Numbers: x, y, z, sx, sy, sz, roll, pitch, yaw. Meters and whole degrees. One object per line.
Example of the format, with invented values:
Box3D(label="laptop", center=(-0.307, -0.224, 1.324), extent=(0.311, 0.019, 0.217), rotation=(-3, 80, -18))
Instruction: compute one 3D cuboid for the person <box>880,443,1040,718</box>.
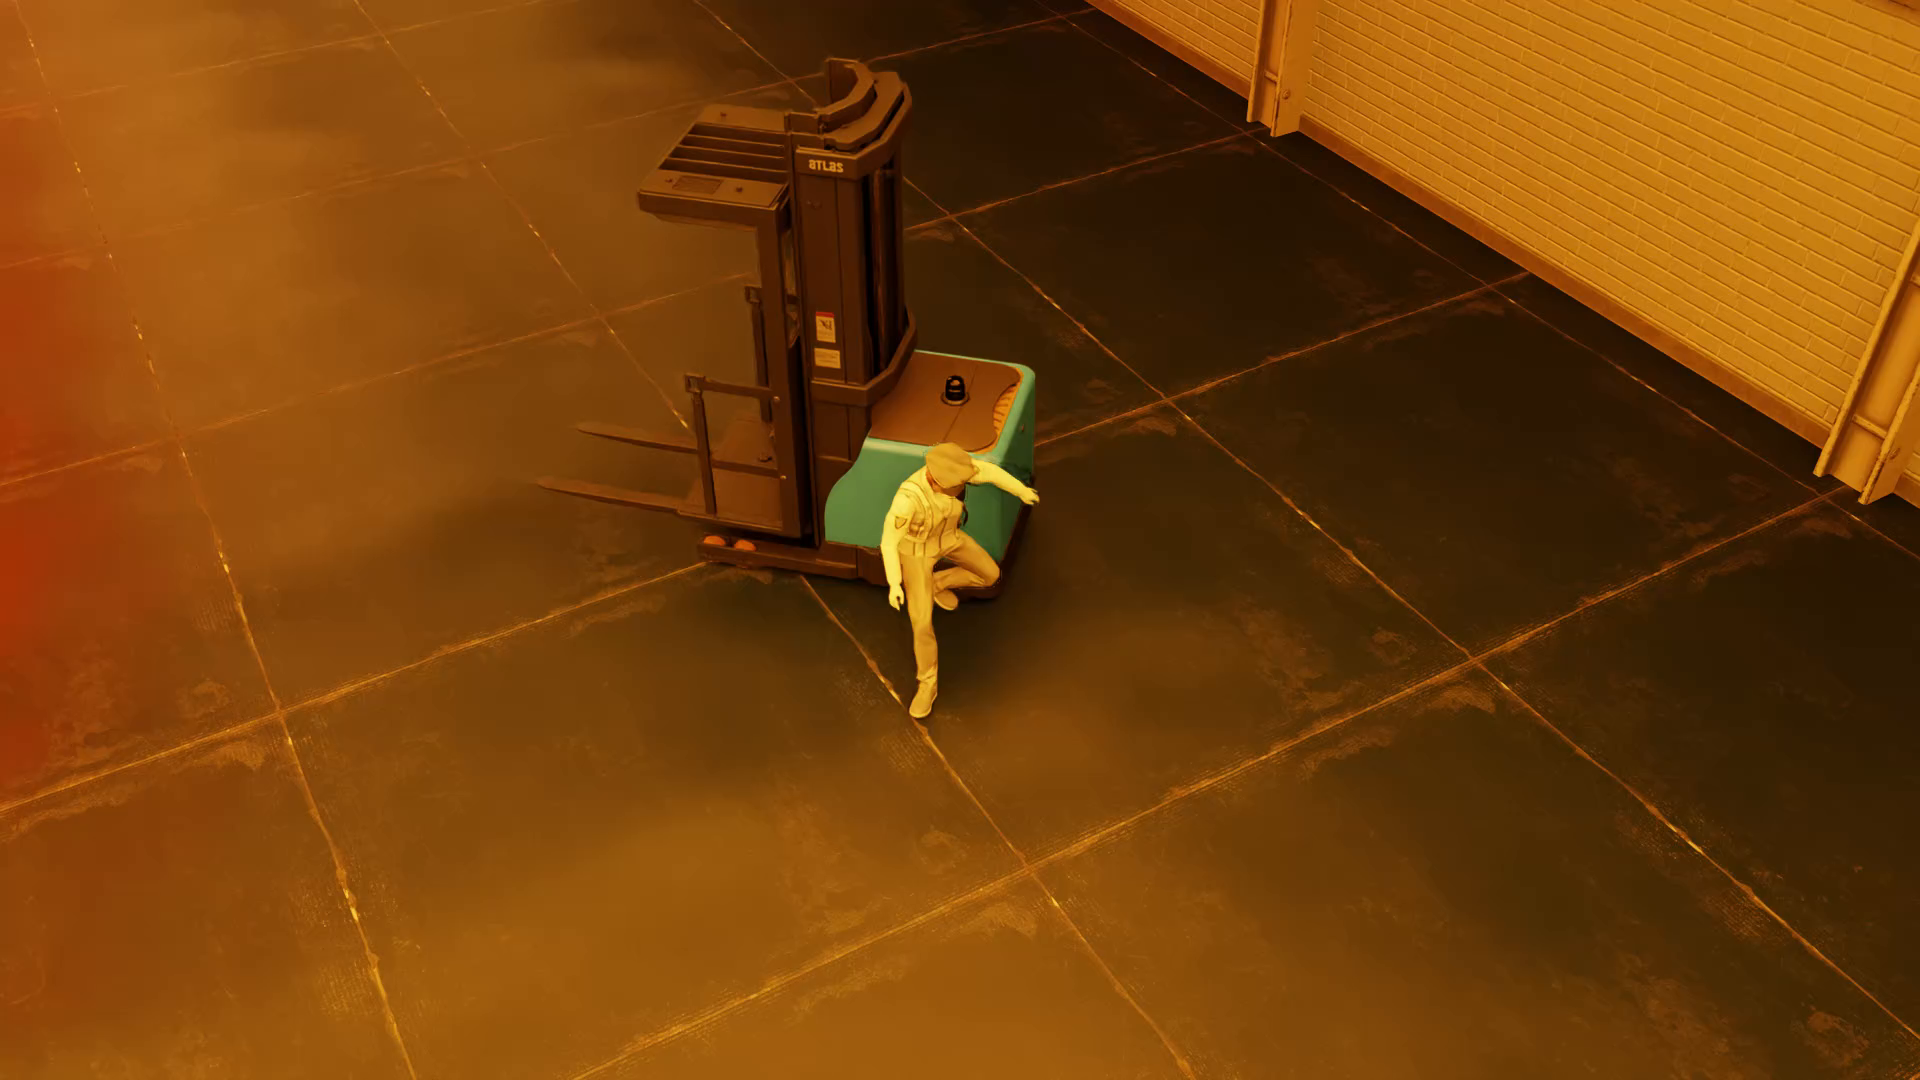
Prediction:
Box3D(label="person", center=(-0.016, 0.048, 9.079), extent=(1.109, 1.485, 0.775), rotation=(-25, 46, -27))

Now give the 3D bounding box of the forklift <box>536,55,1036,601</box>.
Box3D(label="forklift", center=(-1.109, -1.276, 9.574), extent=(3.031, 2.935, 1.130), rotation=(9, 41, 11))
